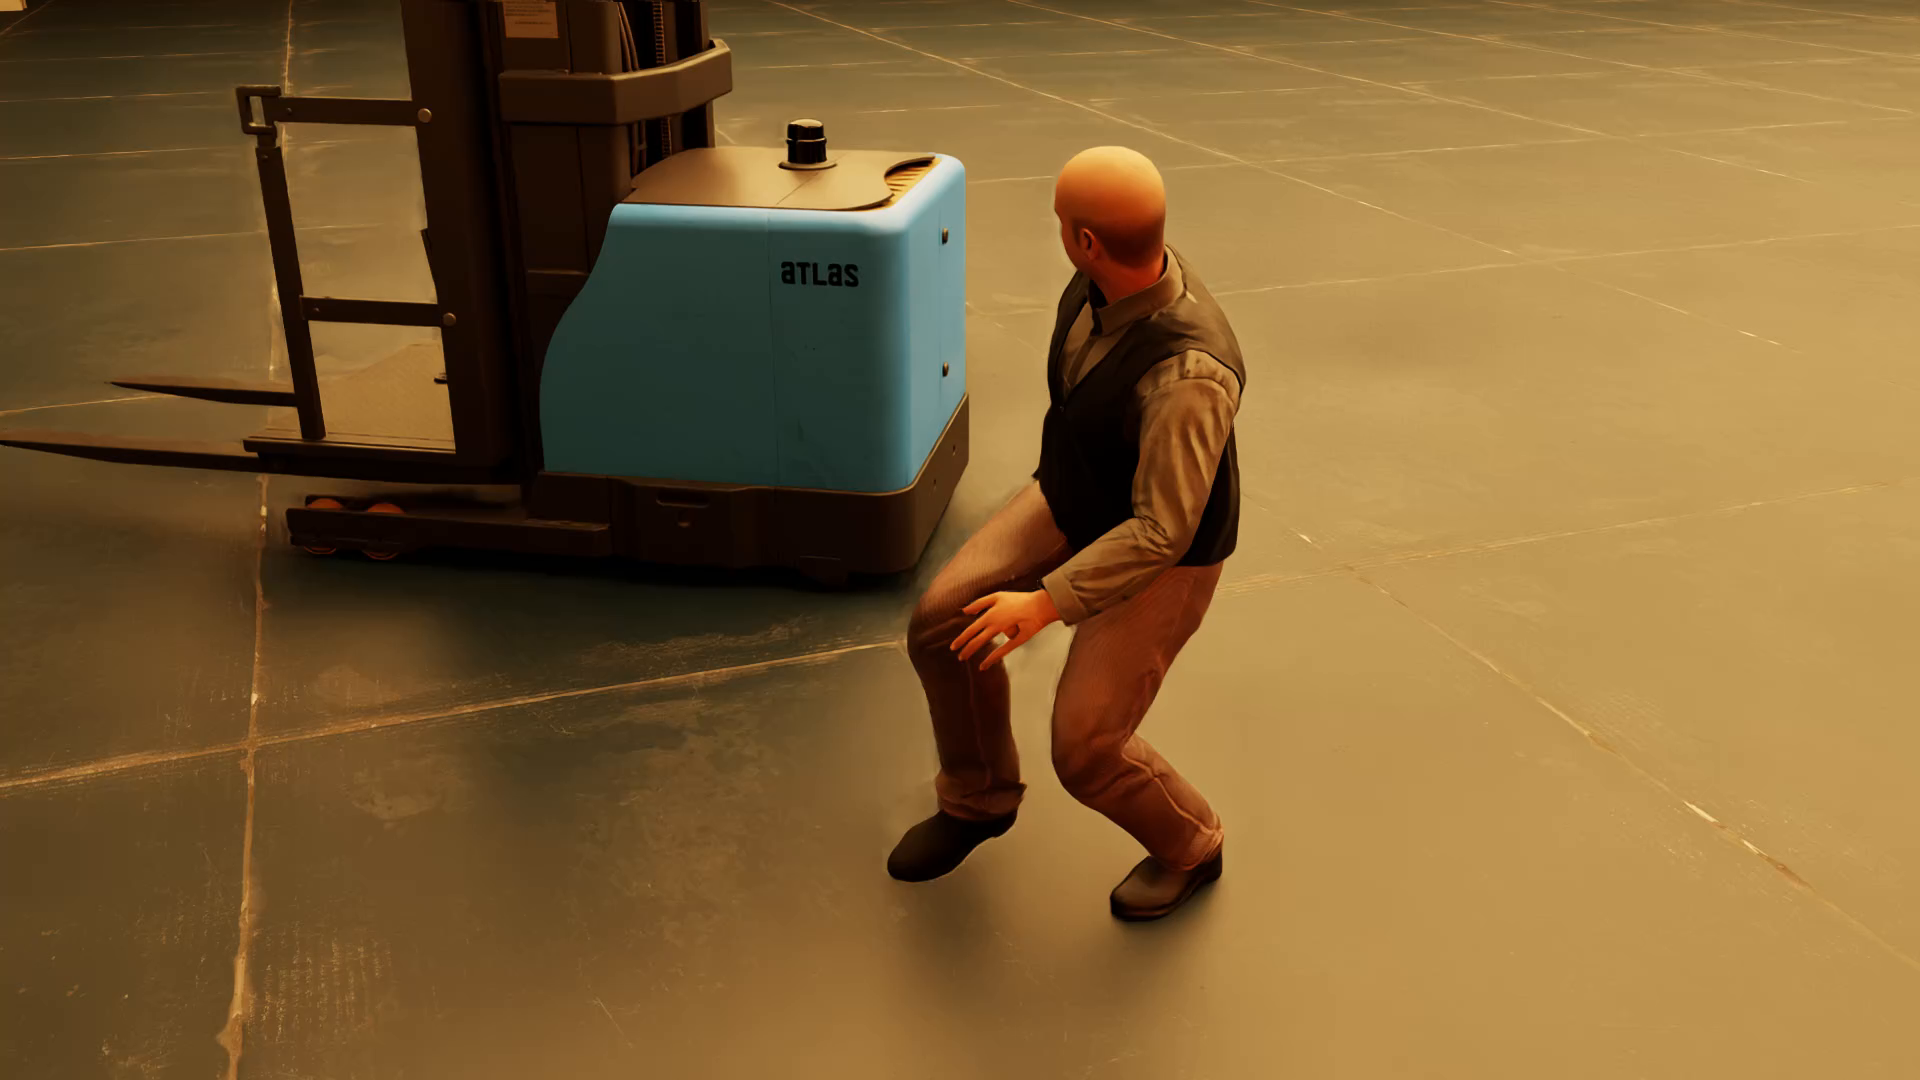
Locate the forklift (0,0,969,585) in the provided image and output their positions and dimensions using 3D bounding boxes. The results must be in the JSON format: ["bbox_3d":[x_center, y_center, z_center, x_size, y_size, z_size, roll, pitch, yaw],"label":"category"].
[{"bbox_3d":[-1.538,-1.488,4.836,3.031,2.935,1.130,4,23,10],"label":"forklift"}]

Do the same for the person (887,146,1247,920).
[{"bbox_3d":[0.204,-0.007,3.191,0.723,1.516,0.750,-15,27,-32],"label":"person"}]
